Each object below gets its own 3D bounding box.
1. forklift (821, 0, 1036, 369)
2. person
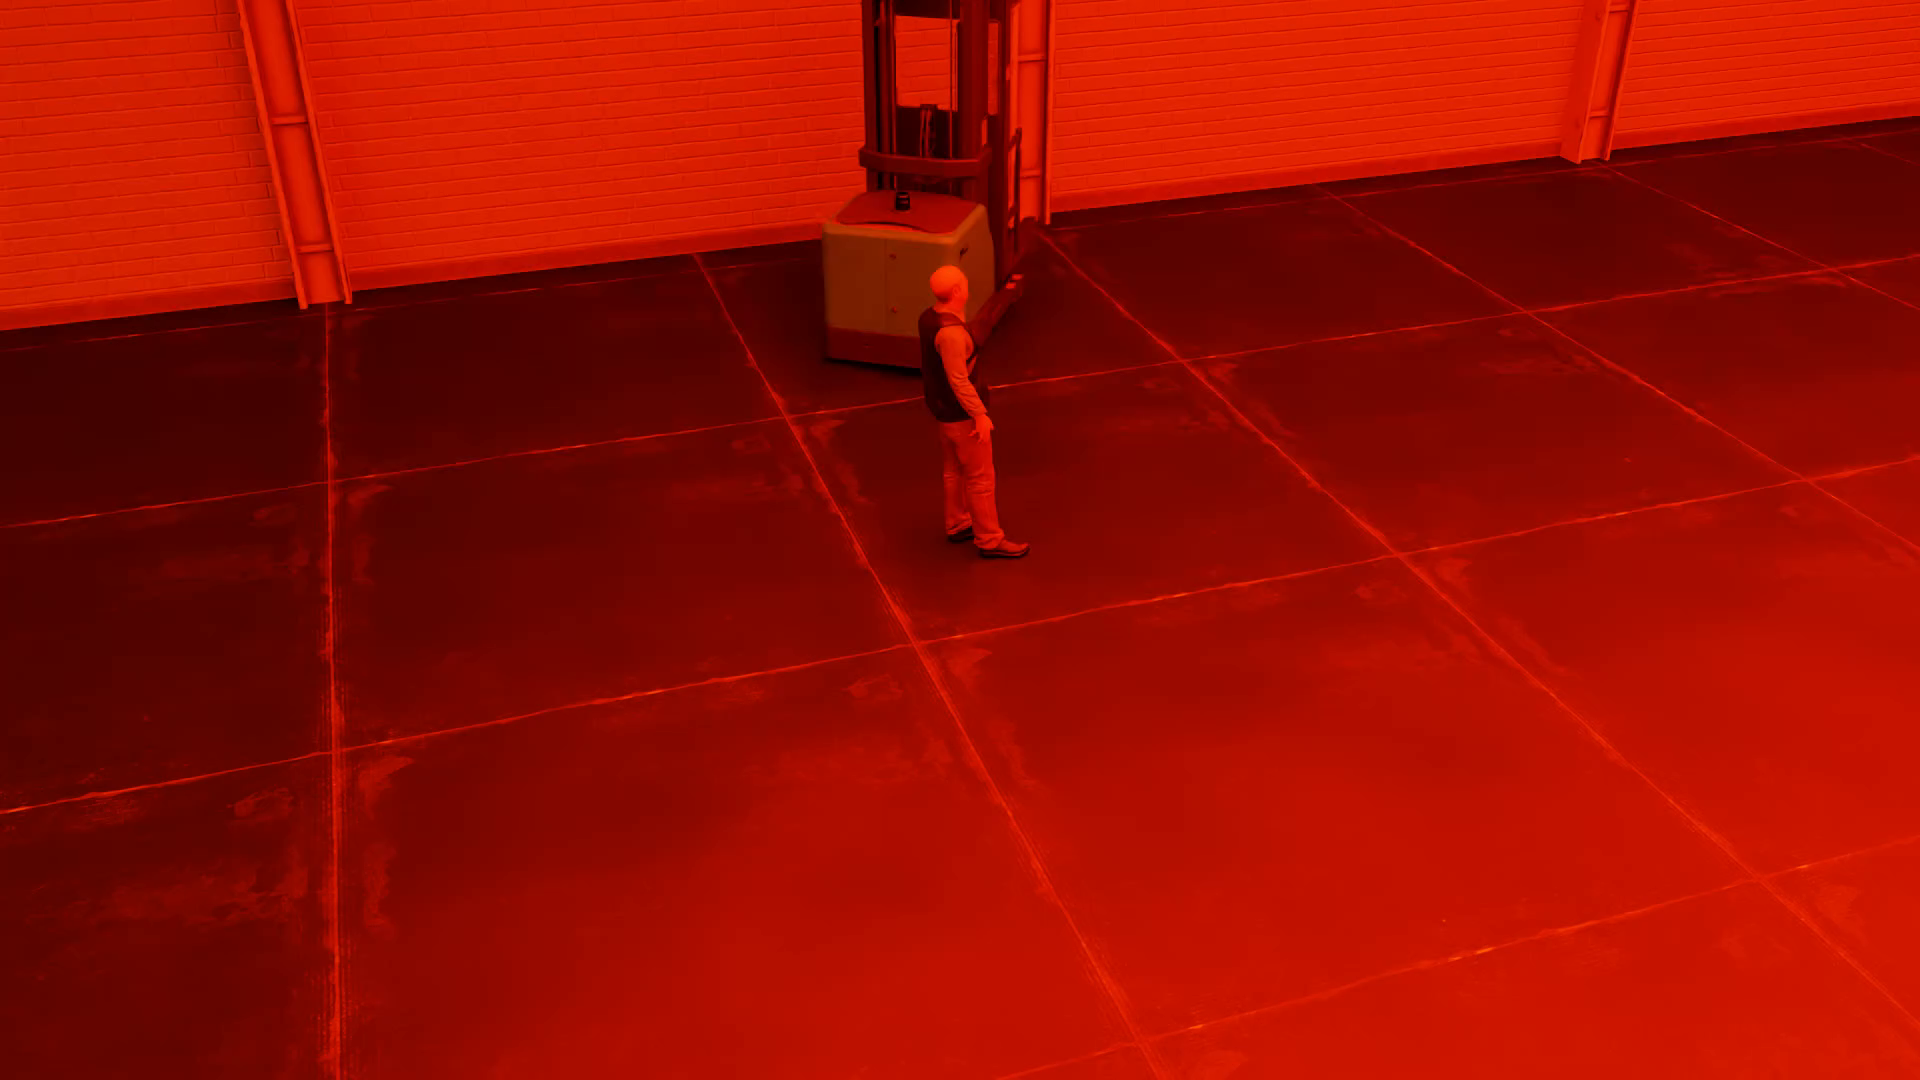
[{"bbox_3d":[-0.098,-3.205,12.658,1.130,2.935,3.031,8,31,14],"label":"forklift"},{"bbox_3d":[0.061,-0.758,9.603,0.568,1.720,0.632,-10,31,-16],"label":"person"}]
